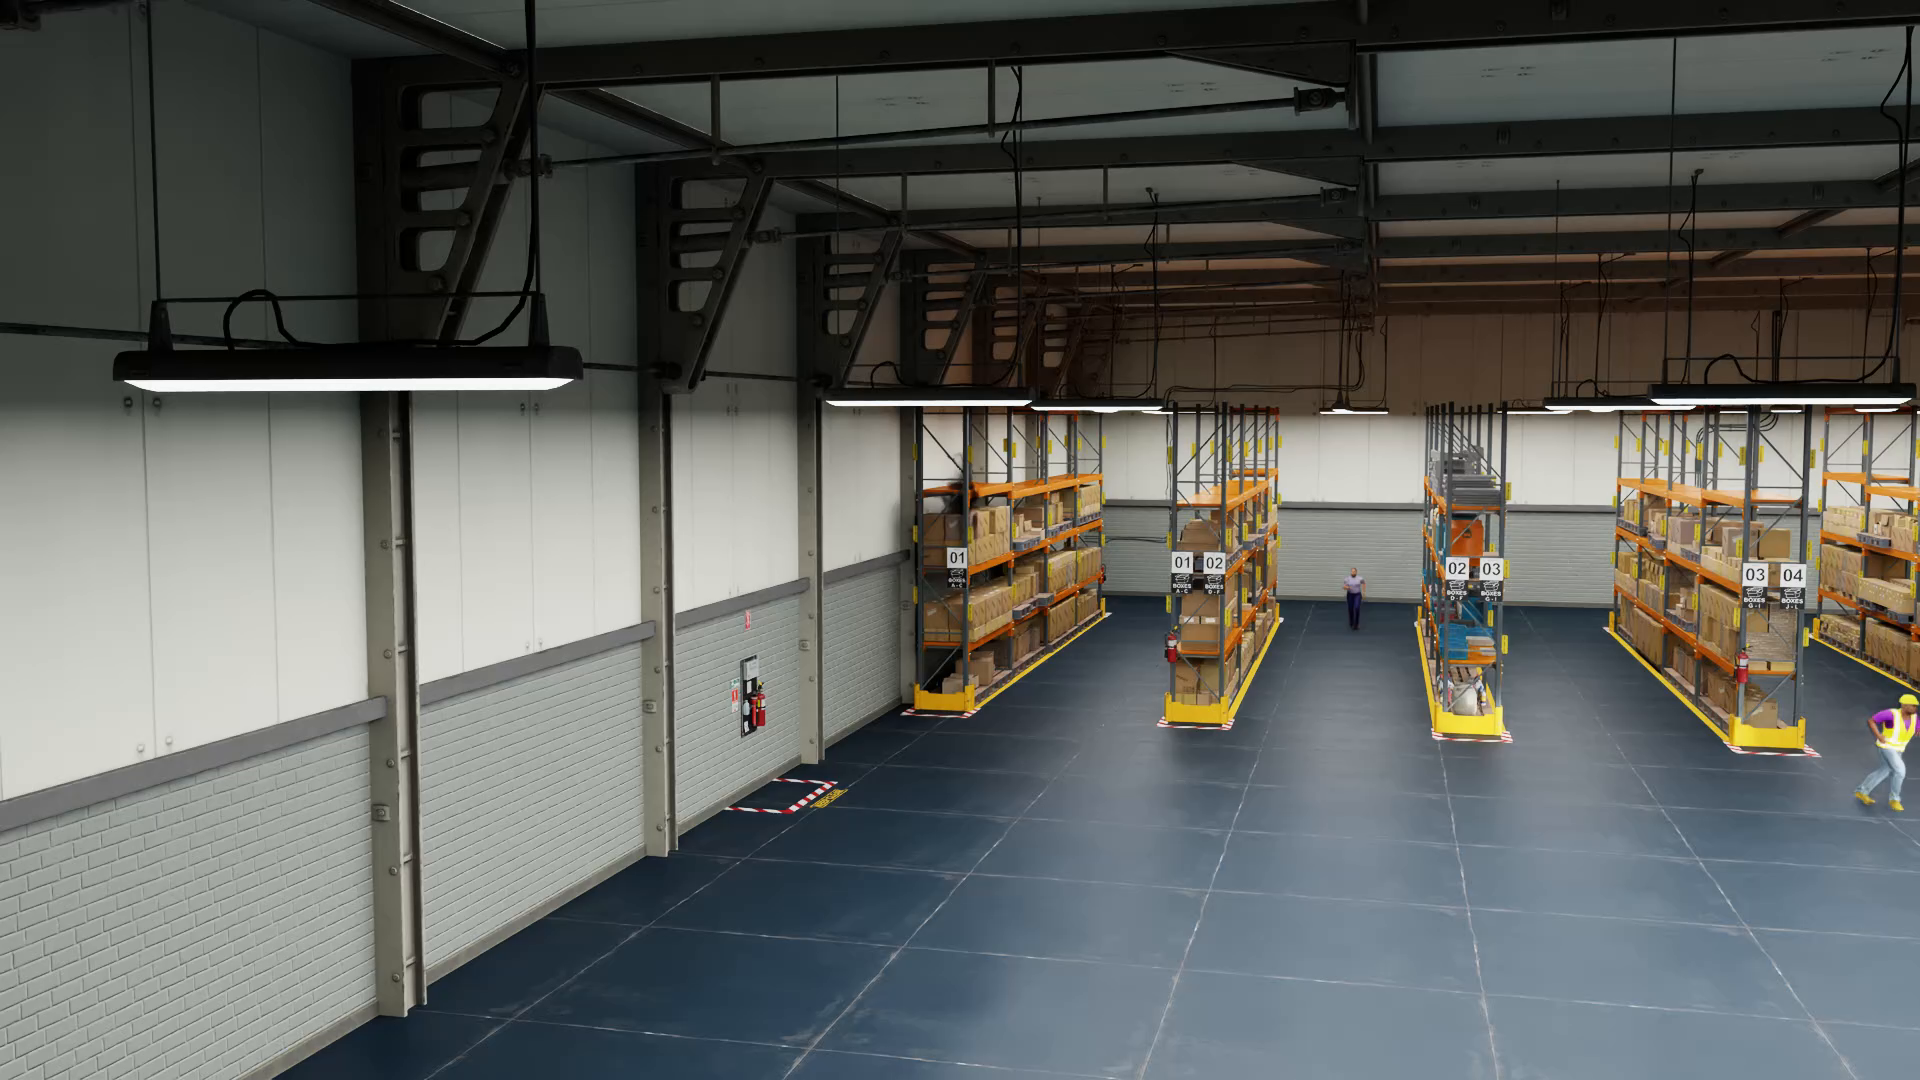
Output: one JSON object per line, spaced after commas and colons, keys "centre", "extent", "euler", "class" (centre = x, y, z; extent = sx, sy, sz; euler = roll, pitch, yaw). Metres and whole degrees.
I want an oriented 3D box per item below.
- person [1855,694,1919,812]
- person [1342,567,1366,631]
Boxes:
{"centre": [13.718, 3.078, 24.459], "extent": [0.665, 1.688, 0.874], "euler": [-2, 5, -30], "class": "person"}
{"centre": [10.644, 1.583, 44.948], "extent": [0.581, 1.707, 0.841], "euler": [2, 4, 20], "class": "person"}
